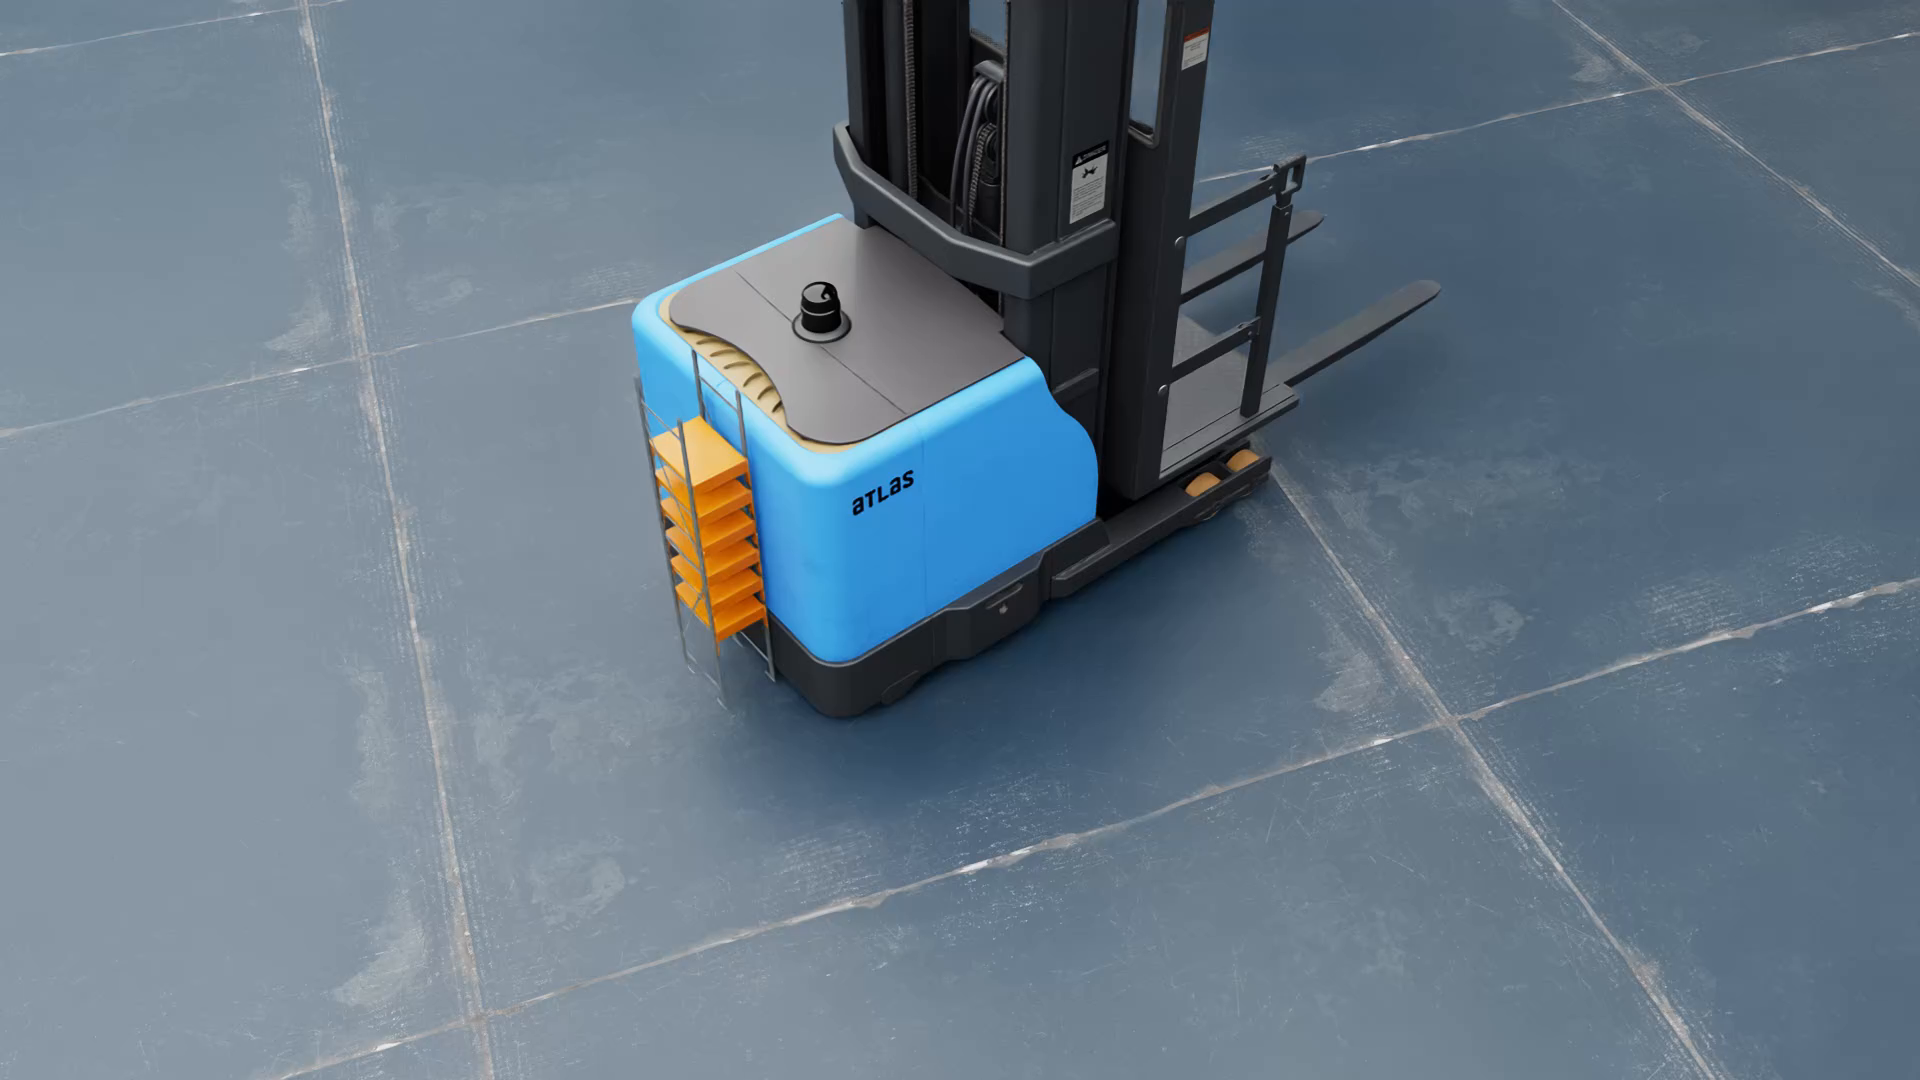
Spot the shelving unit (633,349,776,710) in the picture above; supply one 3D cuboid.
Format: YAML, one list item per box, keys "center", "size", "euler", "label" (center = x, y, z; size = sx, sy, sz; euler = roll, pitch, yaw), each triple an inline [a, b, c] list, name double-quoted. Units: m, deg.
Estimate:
- center: [-0.736, 0.004, 4.899]
  size: [0.189, 1.200, 0.258]
  euler: [-30, 52, -26]
  label: "shelving unit"

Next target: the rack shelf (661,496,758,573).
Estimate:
- center: [-0.736, -0.049, 4.845]
  size: [0.180, 0.103, 0.258]
  euler: [-30, 52, -26]
  label: "rack shelf"

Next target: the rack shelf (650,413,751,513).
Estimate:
- center: [-0.736, -0.219, 4.676]
  size: [0.180, 0.103, 0.258]
  euler: [-30, 52, -26]
  label: "rack shelf"

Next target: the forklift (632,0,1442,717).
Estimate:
- center: [0.472, -1.369, 5.045]
  size: [3.031, 2.935, 1.130]
  euler: [-30, 52, -26]
  label: "forklift"

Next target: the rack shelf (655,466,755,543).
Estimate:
- center: [-0.736, -0.134, 4.760]
  size: [0.180, 0.103, 0.258]
  euler: [-30, 52, -26]
  label: "rack shelf"

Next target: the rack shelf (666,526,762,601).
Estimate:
- center: [-0.736, 0.035, 4.930]
  size: [0.180, 0.103, 0.258]
  euler: [-30, 52, -26]
  label: "rack shelf"

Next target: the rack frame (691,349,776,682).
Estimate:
- center: [-0.665, -0.037, 4.939]
  size: [0.006, 1.200, 0.240]
  euler: [-30, 52, -26]
  label: "rack frame"

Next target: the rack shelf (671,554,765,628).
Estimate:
- center: [-0.736, 0.120, 5.015]
  size: [0.180, 0.103, 0.258]
  euler: [-30, 52, -26]
  label: "rack shelf"

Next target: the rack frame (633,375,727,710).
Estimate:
- center: [-0.807, 0.044, 4.859]
  size: [0.006, 1.200, 0.240]
  euler: [-30, 52, -26]
  label: "rack frame"

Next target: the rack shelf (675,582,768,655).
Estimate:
- center: [-0.736, 0.205, 5.100]
  size: [0.180, 0.103, 0.258]
  euler: [-30, 52, -26]
  label: "rack shelf"
